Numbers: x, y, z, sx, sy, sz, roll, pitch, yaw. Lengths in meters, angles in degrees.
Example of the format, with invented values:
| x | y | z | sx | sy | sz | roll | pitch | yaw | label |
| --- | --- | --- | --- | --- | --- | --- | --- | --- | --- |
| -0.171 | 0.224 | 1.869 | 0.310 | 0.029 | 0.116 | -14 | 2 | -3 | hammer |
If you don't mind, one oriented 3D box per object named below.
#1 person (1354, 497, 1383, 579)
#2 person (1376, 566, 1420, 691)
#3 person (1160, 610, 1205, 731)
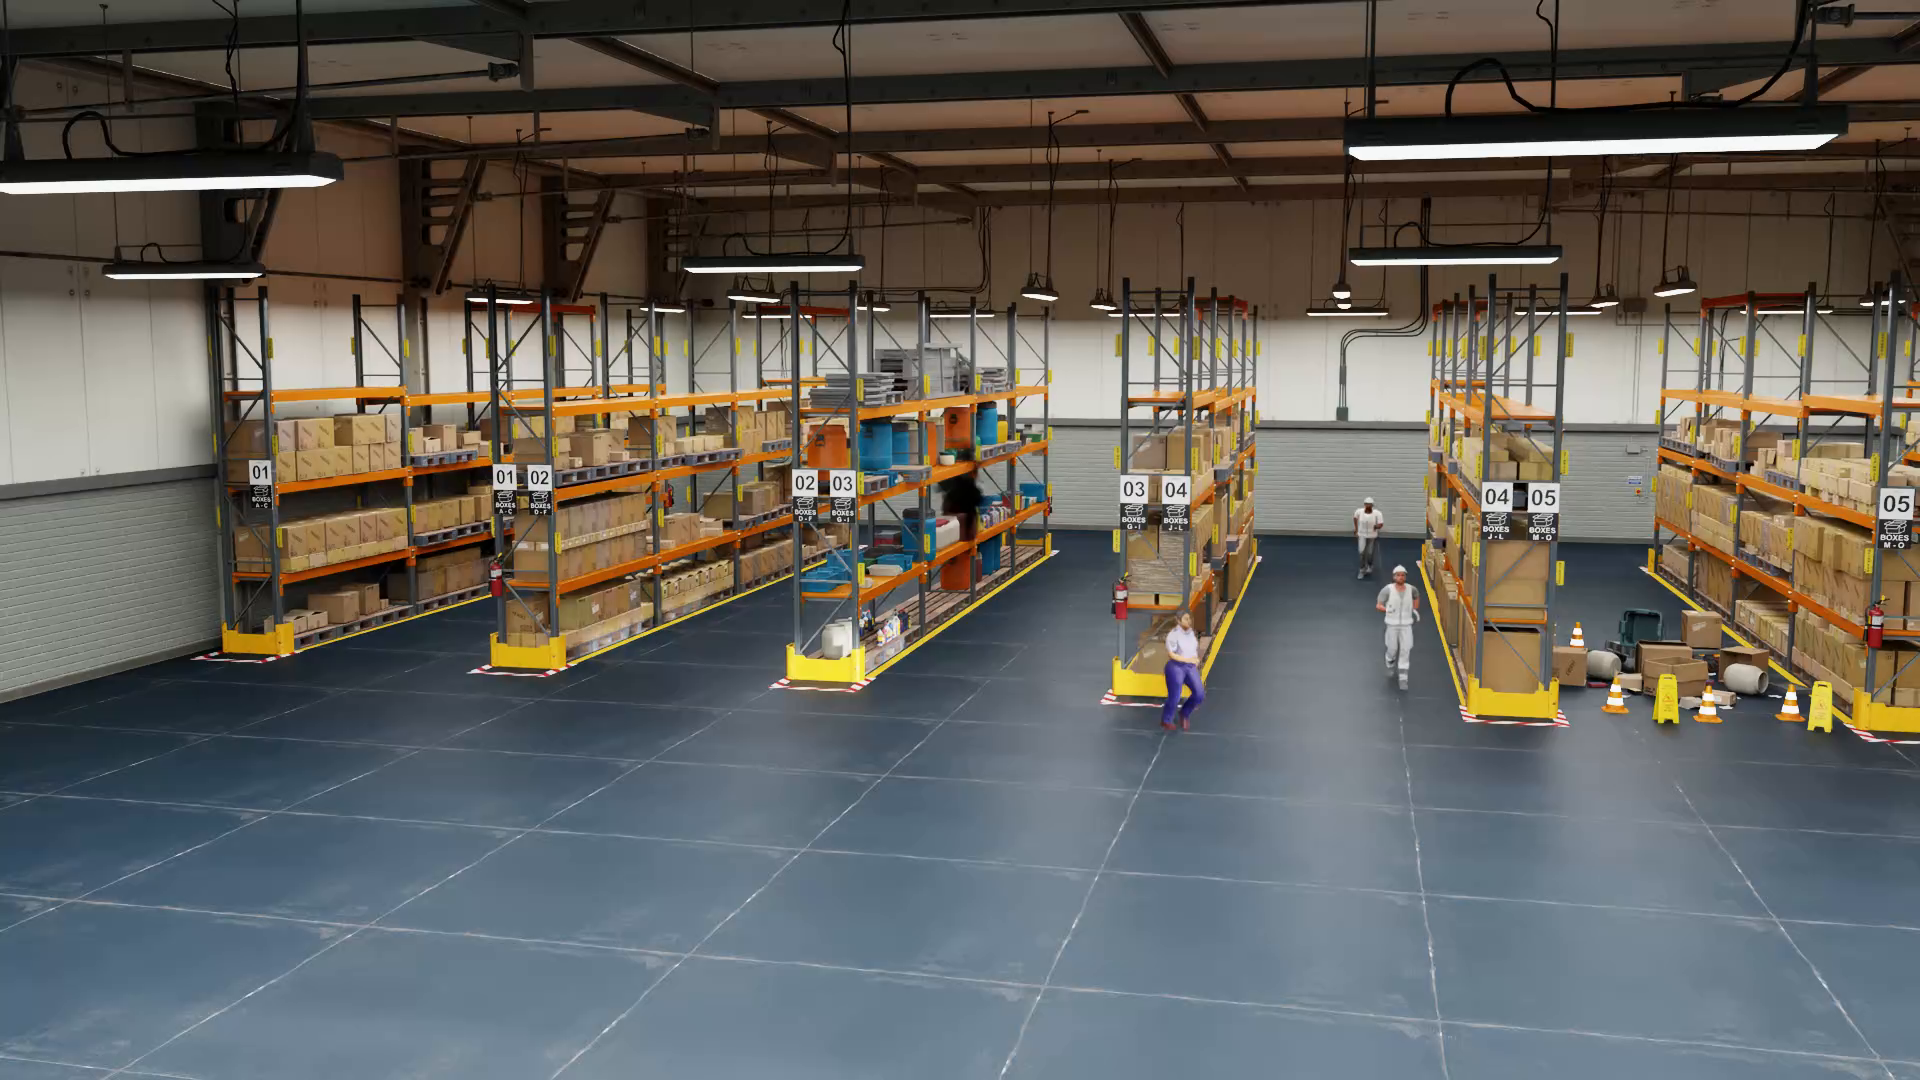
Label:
| x | y | z | sx | sy | sz | roll | pitch | yaw | label |
| --- | --- | --- | --- | --- | --- | --- | --- | --- | --- |
| 8.958 | -0.044 | 36.493 | 0.627 | 1.818 | 0.877 | 2 | 7 | 13 | person |
| 6.487 | 1.266 | 24.598 | 0.654 | 1.783 | 0.988 | 1 | 7 | 6 | person |
| 2.913 | 1.710 | 21.662 | 0.577 | 1.615 | 0.724 | -5 | 8 | -34 | person |
